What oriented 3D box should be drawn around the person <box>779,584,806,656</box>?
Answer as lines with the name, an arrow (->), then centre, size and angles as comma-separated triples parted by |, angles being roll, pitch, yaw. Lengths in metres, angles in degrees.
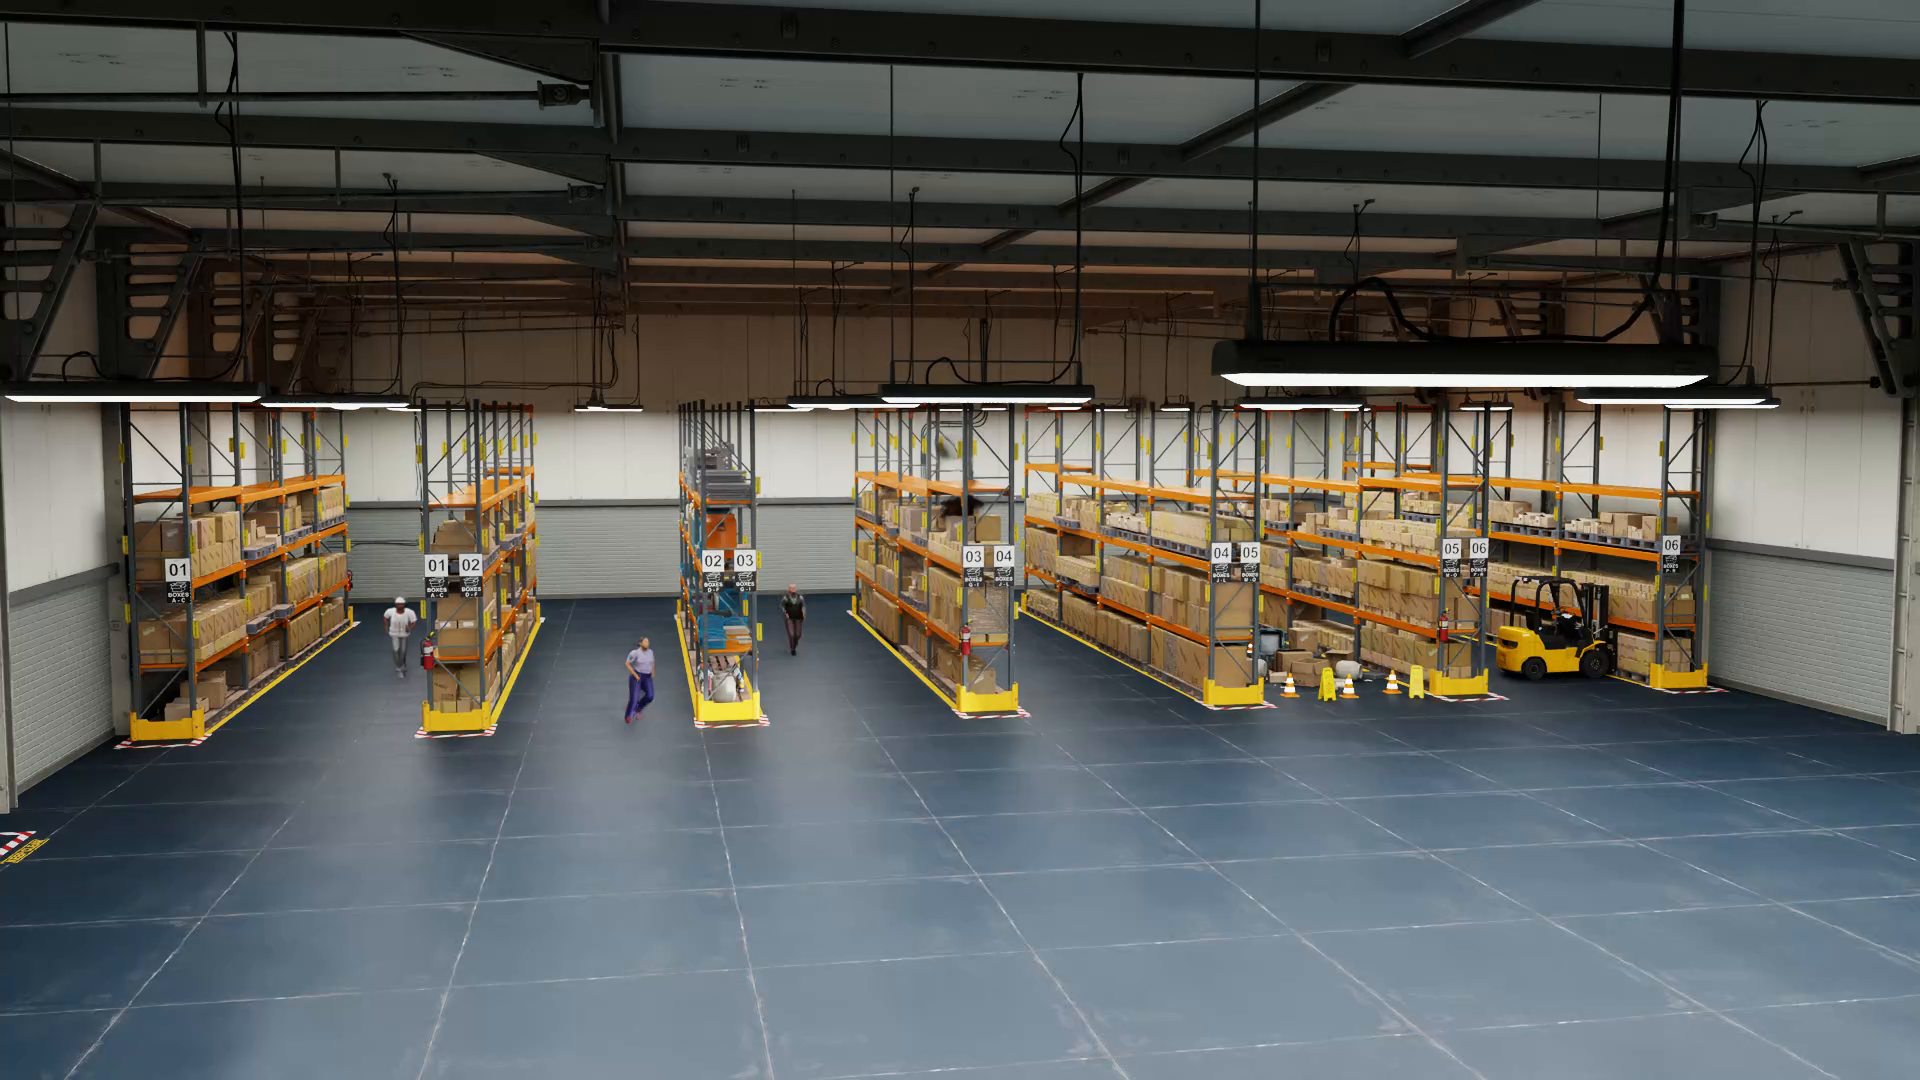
person -> -3.998, 1.895, 39.762 | 0.660, 1.684, 0.599 | -1, 4, -14

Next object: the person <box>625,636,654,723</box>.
person -> -5.905, 2.602, 30.972 | 0.662, 1.576, 0.550 | -3, 5, -38

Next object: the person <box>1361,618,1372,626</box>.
person -> 10.312, 1.708, 41.796 | 0.688, 1.714, 0.639 | -1, 4, -12

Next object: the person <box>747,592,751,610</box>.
person -> -6.413, 1.158, 48.817 | 0.756, 1.826, 0.660 | 0, 4, -1

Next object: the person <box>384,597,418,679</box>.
person -> -12.240, 2.104, 36.403 | 0.702, 1.771, 0.962 | -1, 5, -18
